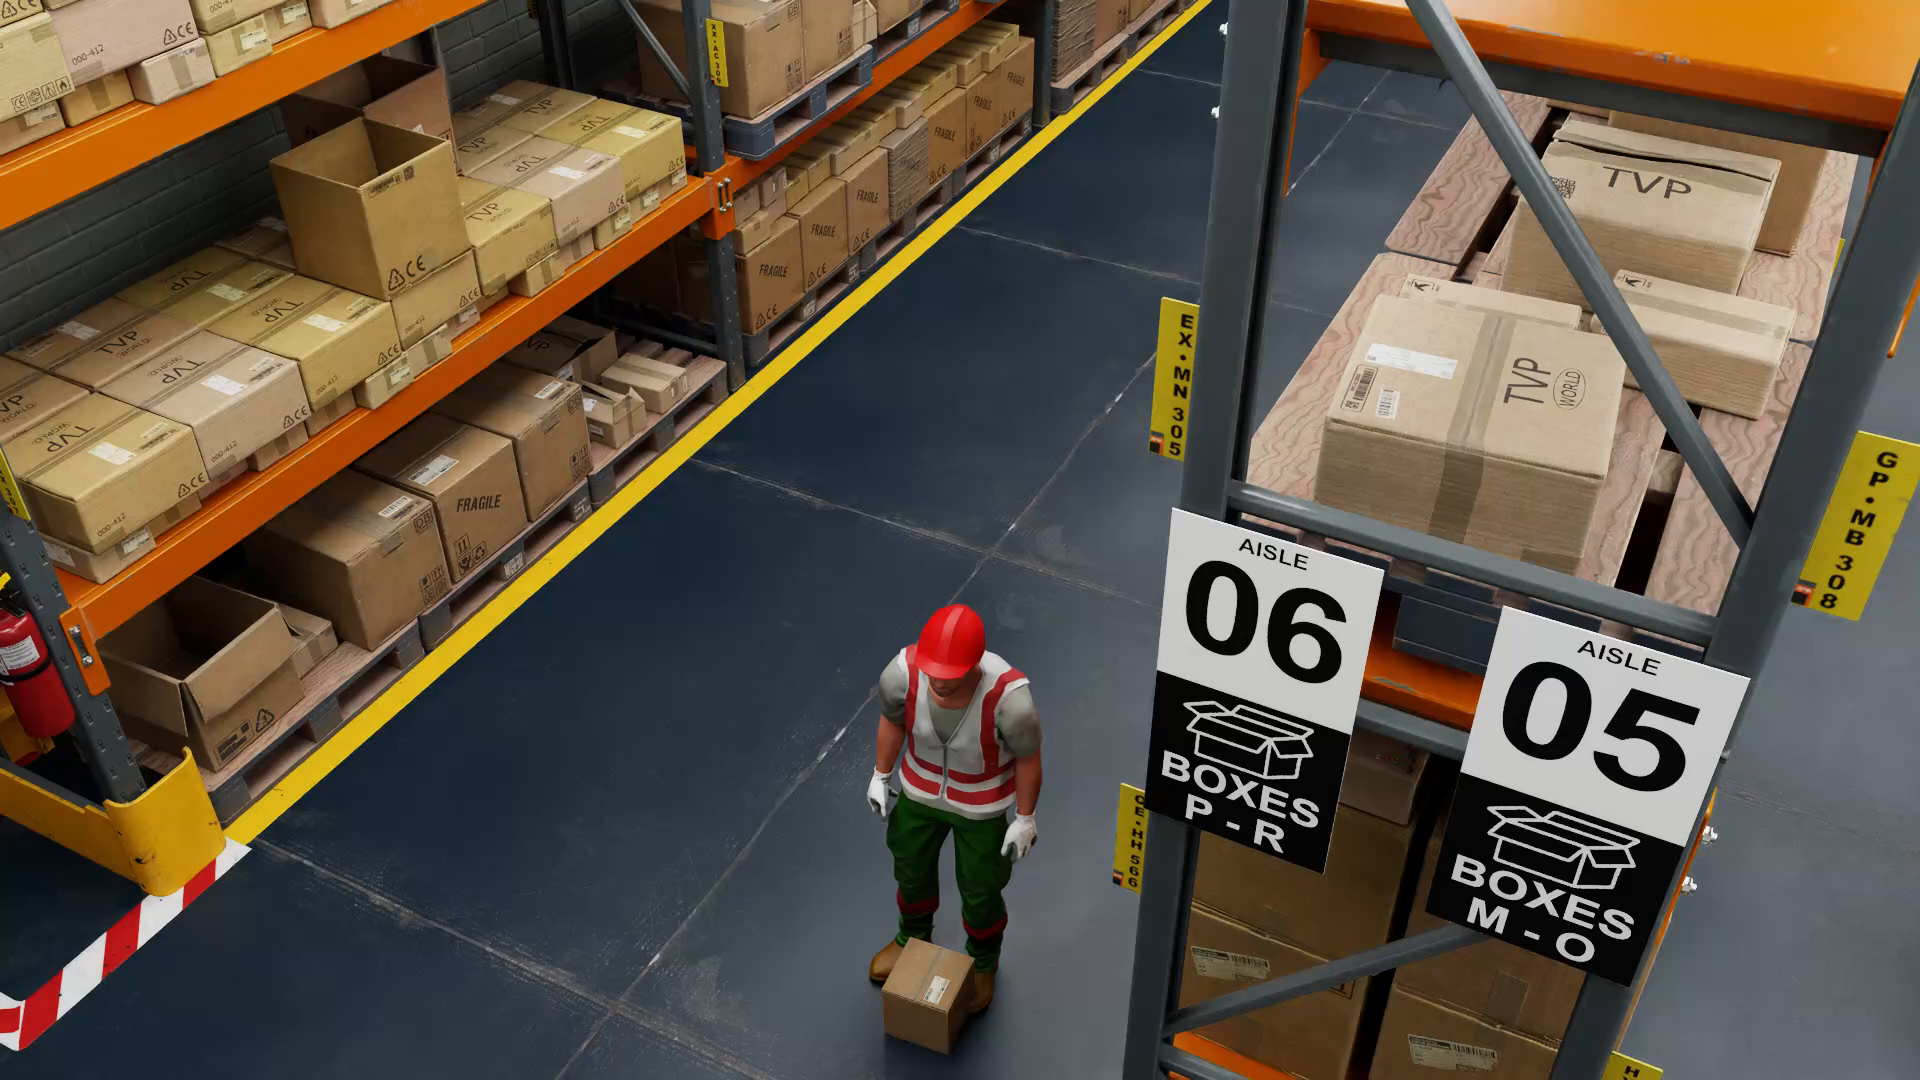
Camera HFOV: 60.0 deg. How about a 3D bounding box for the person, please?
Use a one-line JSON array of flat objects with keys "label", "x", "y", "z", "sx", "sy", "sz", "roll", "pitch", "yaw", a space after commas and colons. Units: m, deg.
[{"label": "person", "x": -0.027, "y": 0.883, "z": 5.593, "sx": 0.610, "sy": 1.777, "sz": 0.451, "roll": 14, "pitch": 40, "yaw": 17}]
